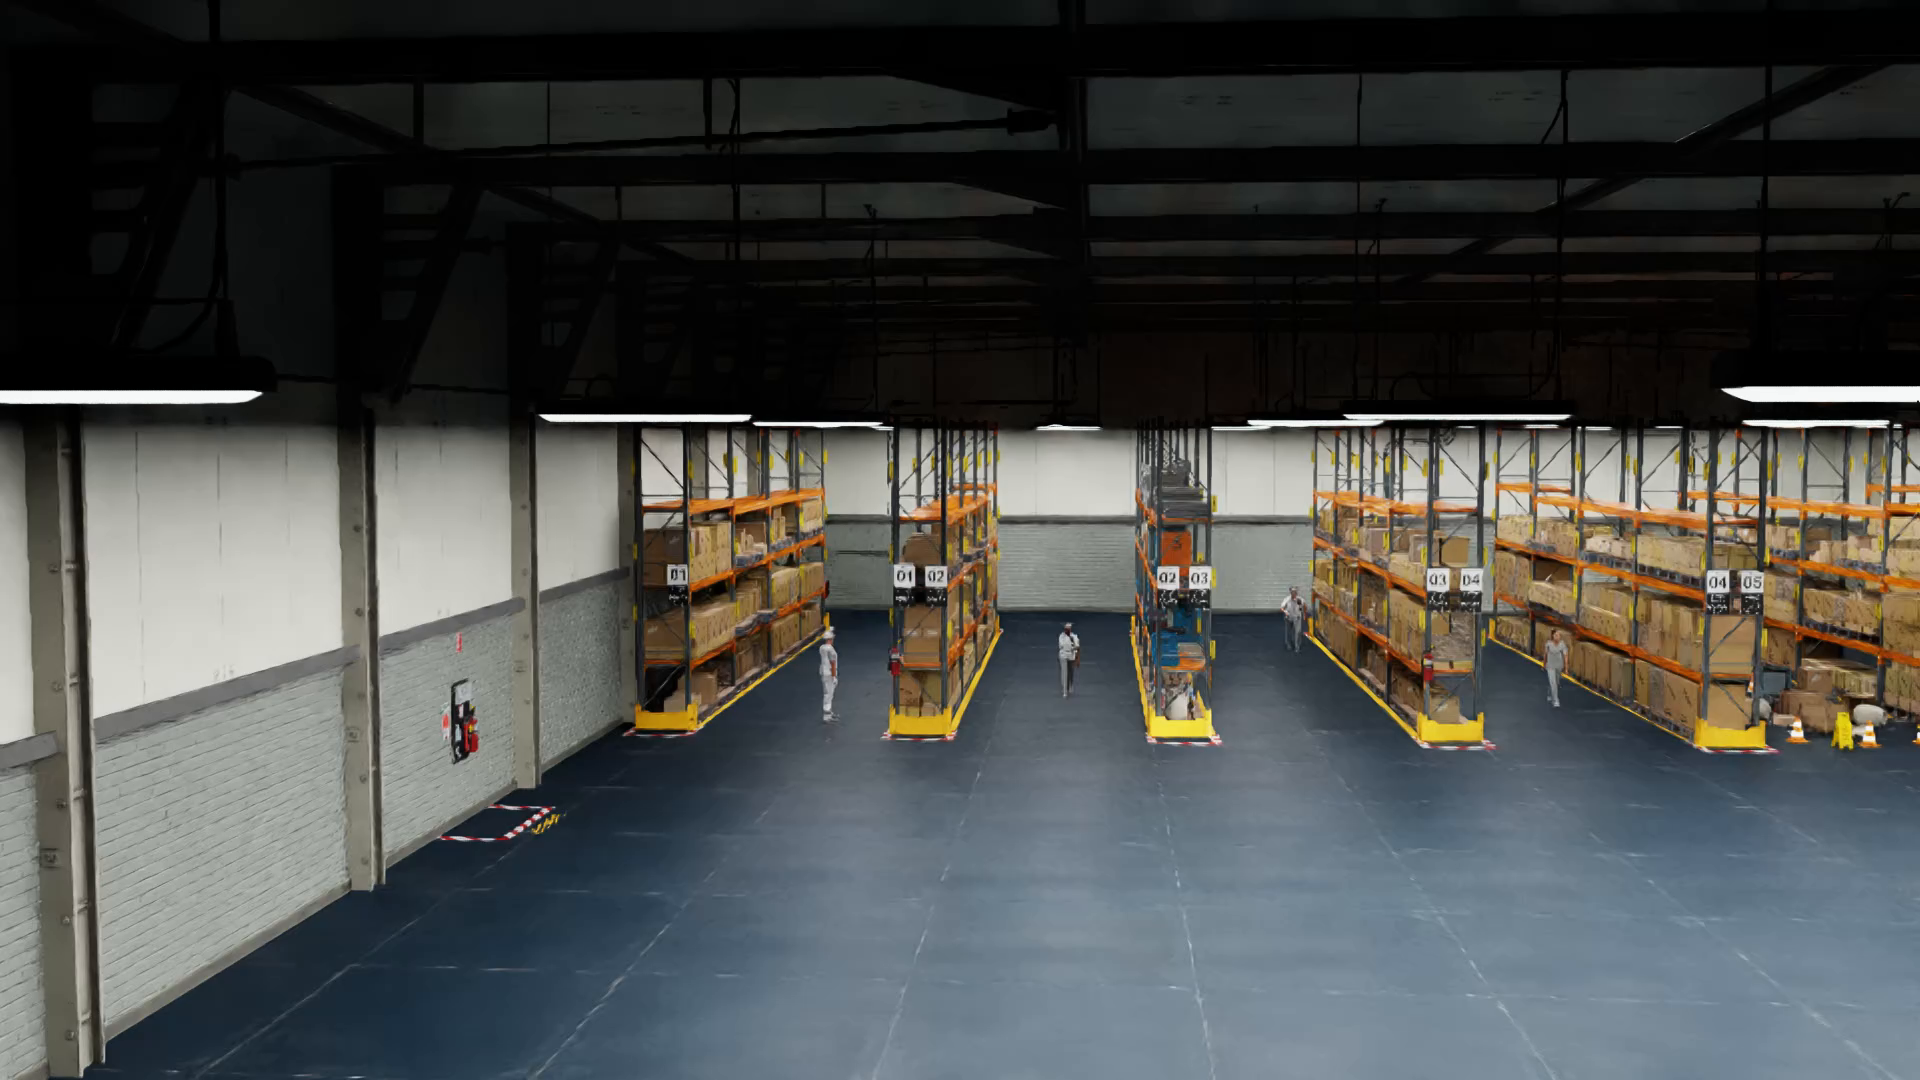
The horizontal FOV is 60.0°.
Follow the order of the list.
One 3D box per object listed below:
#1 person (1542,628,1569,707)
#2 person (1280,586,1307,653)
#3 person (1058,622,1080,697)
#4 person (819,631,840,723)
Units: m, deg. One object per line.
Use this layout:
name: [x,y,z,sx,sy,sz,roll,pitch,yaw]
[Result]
person: [12.448,2.645,34.722,0.455,1.612,1.019,0,4,4]
person: [8.699,2.041,43.380,0.692,1.716,0.841,1,4,10]
person: [2.356,2.555,35.957,0.463,1.625,0.989,0,4,3]
person: [-2.539,2.674,32.728,0.442,1.792,0.606,-2,4,-26]
